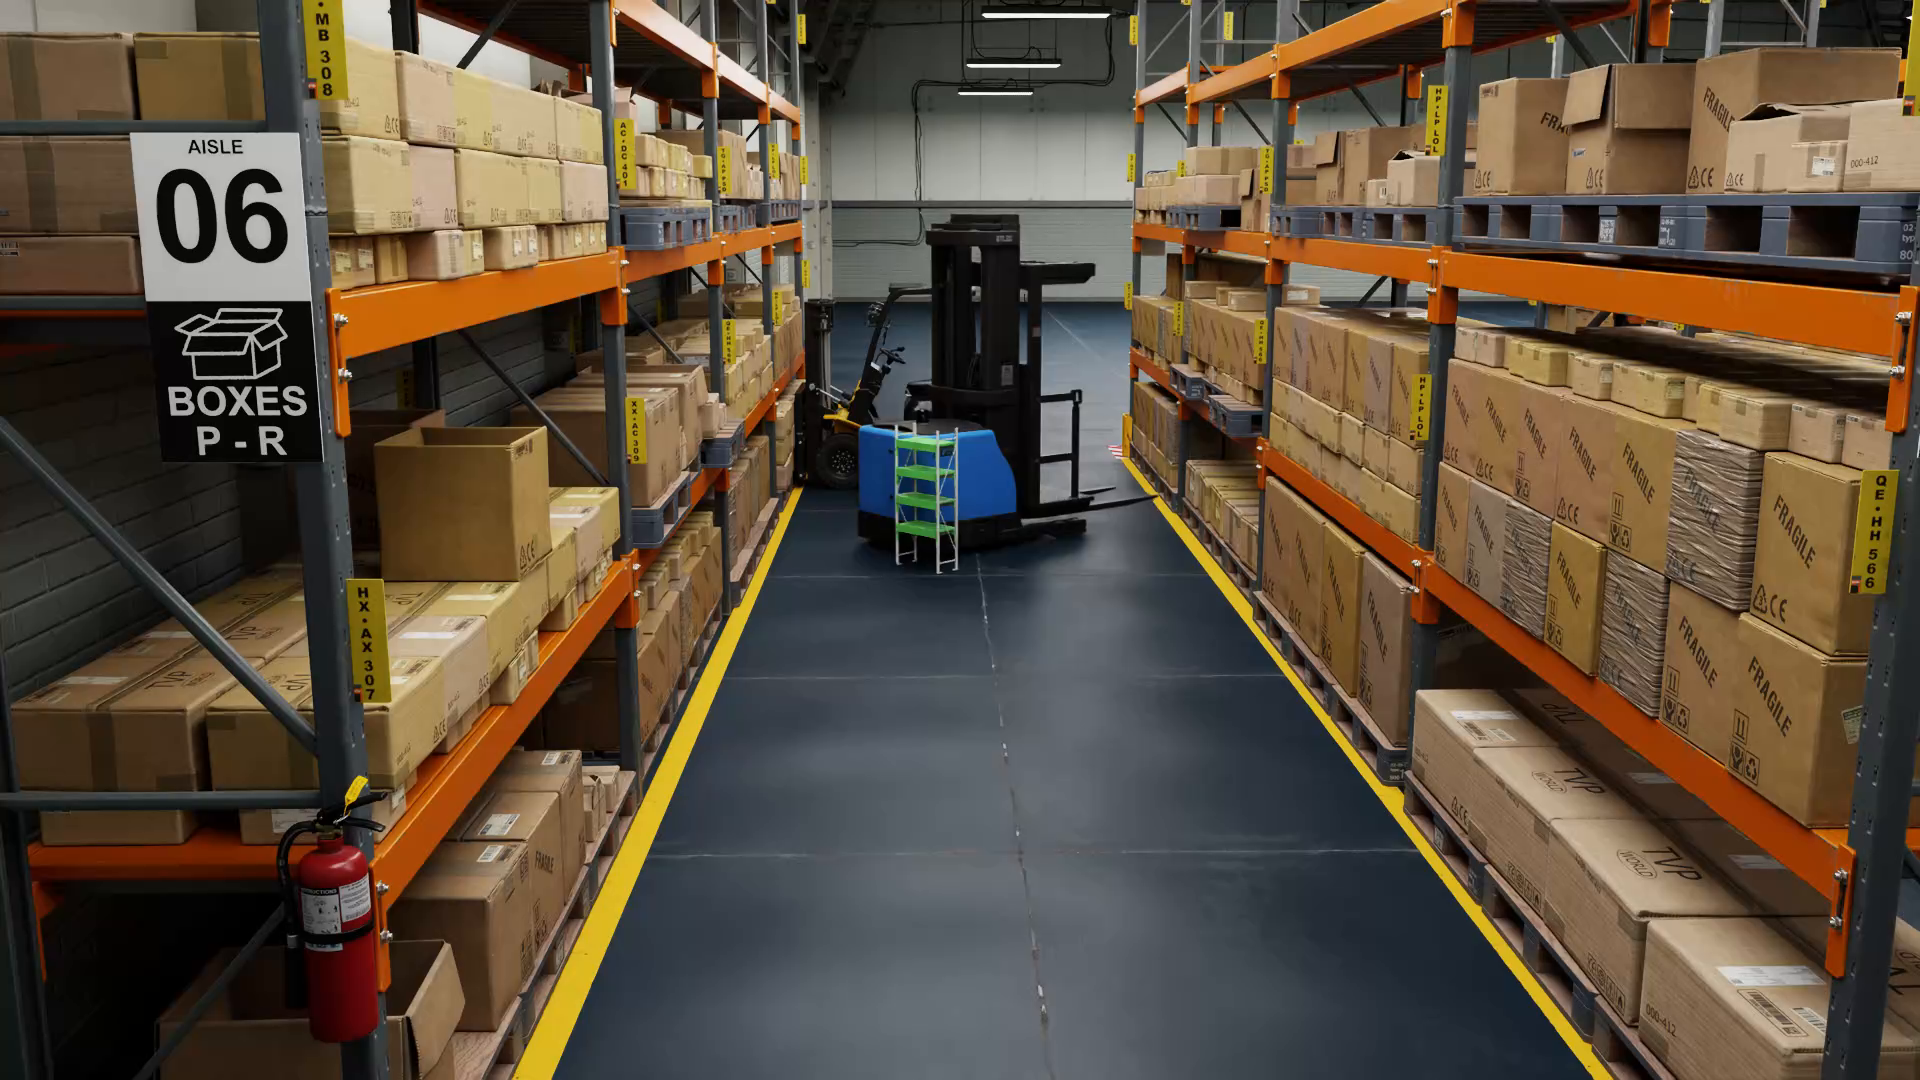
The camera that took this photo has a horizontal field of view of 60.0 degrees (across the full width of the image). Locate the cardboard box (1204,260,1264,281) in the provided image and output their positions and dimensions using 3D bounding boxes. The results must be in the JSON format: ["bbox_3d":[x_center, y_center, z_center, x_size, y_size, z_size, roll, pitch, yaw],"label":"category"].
[{"bbox_3d":[2.877,-2.596,16.985,0.700,0.500,0.500,0,11,-1],"label":"cardboard box"}]

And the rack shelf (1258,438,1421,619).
[{"bbox_3d":[2.782,-0.176,10.380,1.077,0.370,4.000,0,11,-1],"label":"rack shelf"}]

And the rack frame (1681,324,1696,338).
[{"bbox_3d":[7.605,-1.761,16.387,1.000,3.000,0.127,0,11,-1],"label":"rack frame"}]

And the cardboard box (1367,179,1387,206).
[{"bbox_3d":[2.634,-2.067,9.882,0.380,0.166,0.250,1,11,4],"label":"cardboard box"}]

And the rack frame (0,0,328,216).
[{"bbox_3d":[-2.056,-2.254,3.729,1.000,3.000,0.127,0,11,-1],"label":"rack frame"}]

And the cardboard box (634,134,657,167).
[{"bbox_3d":[-1.707,-1.918,8.192,0.380,0.149,0.250,0,11,0],"label":"cardboard box"}]

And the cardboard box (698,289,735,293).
[{"bbox_3d":[-2.675,-2.681,18.290,0.380,0.149,0.250,-1,11,-3],"label":"cardboard box"}]

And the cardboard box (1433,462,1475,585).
[{"bbox_3d":[2.571,-0.085,7.874,0.500,0.500,0.500,0,11,1],"label":"cardboard box"}]

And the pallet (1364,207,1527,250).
[{"bbox_3d":[2.755,-1.689,8.967,0.805,0.209,1.217,-1,11,-3],"label":"pallet"}]

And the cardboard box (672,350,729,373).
[{"bbox_3d":[-1.934,-1.336,12.408,0.380,0.149,0.250,0,11,1],"label":"cardboard box"}]

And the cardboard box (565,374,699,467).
[{"bbox_3d":[-1.952,-0.720,9.948,0.700,0.500,0.500,0,11,-1],"label":"cardboard box"}]

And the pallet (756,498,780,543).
[{"bbox_3d":[-2.250,-0.187,15.640,1.003,0.211,1.213,0,11,-1],"label":"pallet"}]

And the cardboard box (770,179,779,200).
[{"bbox_3d":[-2.078,-3.547,16.563,0.500,0.311,0.500,0,11,0],"label":"cardboard box"}]

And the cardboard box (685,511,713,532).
[{"bbox_3d":[-1.958,-0.106,11.828,0.380,0.149,0.250,-1,11,-4],"label":"cardboard box"}]

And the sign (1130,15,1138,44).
[{"bbox_3d":[2.033,-5.950,19.399,0.100,0.325,0.005,0,11,-1],"label":"sign"}]

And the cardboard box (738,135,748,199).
[{"bbox_3d":[-2.014,-3.026,13.516,0.500,0.500,0.500,0,11,0],"label":"cardboard box"}]

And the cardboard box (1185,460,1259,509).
[{"bbox_3d":[2.672,-0.535,15.893,0.950,0.372,0.625,0,11,0],"label":"cardboard box"}]

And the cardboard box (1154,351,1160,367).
[{"bbox_3d":[2.306,-1.964,18.020,0.380,0.149,0.250,0,11,-1],"label":"cardboard box"}]

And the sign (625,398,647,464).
[{"bbox_3d":[-1.597,-0.537,8.177,0.100,0.325,0.005,0,11,-1],"label":"sign"}]

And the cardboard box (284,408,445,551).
[{"bbox_3d":[-2.374,-0.252,6.691,0.500,0.500,0.500,-1,11,-3],"label":"cardboard box"}]

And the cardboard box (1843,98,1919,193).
[{"bbox_3d":[2.807,-1.076,4.534,0.500,0.250,0.500,-1,12,-6],"label":"cardboard box"}]

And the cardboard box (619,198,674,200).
[{"bbox_3d":[-1.973,-2.171,10.238,0.380,0.149,0.250,0,11,1],"label":"cardboard box"}]

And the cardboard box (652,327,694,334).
[{"bbox_3d":[-2.548,-1.792,14.657,0.380,0.149,0.250,0,11,-1],"label":"cardboard box"}]

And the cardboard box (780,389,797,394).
[{"bbox_3d":[-2.029,-1.551,18.696,0.500,0.250,0.500,0,11,0],"label":"cardboard box"}]

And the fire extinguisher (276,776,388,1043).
[{"bbox_3d":[-1.591,0.934,4.236,0.296,0.674,0.183,0,11,-1],"label":"fire extinguisher"}]

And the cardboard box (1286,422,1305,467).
[{"bbox_3d":[2.528,-0.652,11.296,0.500,0.250,0.500,-1,11,-3],"label":"cardboard box"}]

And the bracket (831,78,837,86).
[{"bbox_3d":[-3.477,-12.427,44.819,0.076,0.066,4.783,0,11,-1],"label":"bracket"}]

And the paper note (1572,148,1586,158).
[{"bbox_3d":[2.281,-1.428,6.136,0.006,0.032,0.123,0,11,-1],"label":"paper note"}]

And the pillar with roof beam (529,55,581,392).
[{"bbox_3d":[1.154,-4.118,12.914,9.100,9.000,0.400,0,11,-1],"label":"pillar with roof beam"}]

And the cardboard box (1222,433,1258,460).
[{"bbox_3d":[2.916,-1.065,16.928,0.500,0.500,0.500,0,11,2],"label":"cardboard box"}]

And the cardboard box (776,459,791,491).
[{"bbox_3d":[-1.983,-0.655,16.796,0.500,0.250,0.500,0,11,-1],"label":"cardboard box"}]

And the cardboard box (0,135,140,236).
[{"bbox_3d":[-2.338,-0.944,4.443,0.500,0.250,0.500,0,11,-2],"label":"cardboard box"}]

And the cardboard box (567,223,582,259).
[{"bbox_3d":[-1.838,-1.284,7.122,0.380,0.149,0.250,0,11,1],"label":"cardboard box"}]

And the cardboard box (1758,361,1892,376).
[{"bbox_3d":[3.186,-0.572,6.130,0.380,0.149,0.250,-1,11,-3],"label":"cardboard box"}]

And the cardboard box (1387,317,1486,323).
[{"bbox_3d":[3.035,-1.162,10.669,0.500,0.500,0.500,0,11,-1],"label":"cardboard box"}]

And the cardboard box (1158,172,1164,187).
[{"bbox_3d":[2.306,-3.828,17.659,0.380,0.149,0.250,0,11,0],"label":"cardboard box"}]

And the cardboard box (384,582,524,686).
[{"bbox_3d":[-1.821,0.321,5.752,0.500,0.250,0.500,0,11,-2],"label":"cardboard box"}]

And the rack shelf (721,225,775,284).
[{"bbox_3d":[-2.263,-2.420,13.897,1.077,0.370,4.000,0,11,-1],"label":"rack shelf"}]

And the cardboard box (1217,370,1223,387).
[{"bbox_3d":[2.388,-1.380,14.085,0.380,0.149,0.250,-1,11,-3],"label":"cardboard box"}]

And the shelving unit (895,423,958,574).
[{"bbox_3d":[-0.284,-0.358,13.998,0.503,1.200,0.258,11,16,43],"label":"shelving unit"}]

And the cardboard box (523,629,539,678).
[{"bbox_3d":[-1.792,0.434,6.199,0.380,0.149,0.250,0,11,0],"label":"cardboard box"}]

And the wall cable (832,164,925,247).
[{"bbox_3d":[-2.632,-10.326,51.323,3.097,2.526,0.112,0,11,-1],"label":"wall cable"}]

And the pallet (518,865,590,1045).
[{"bbox_3d":[-2.098,1.637,6.651,1.003,0.211,1.213,0,11,-1],"label":"pallet"}]

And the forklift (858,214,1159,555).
[{"bbox_3d":[0.550,-1.519,15.366,3.031,2.935,1.130,-9,14,-37],"label":"forklift"}]

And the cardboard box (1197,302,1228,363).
[{"bbox_3d":[2.389,-1.829,14.666,0.500,0.500,0.500,0,11,-1],"label":"cardboard box"}]

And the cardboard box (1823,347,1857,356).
[{"bbox_3d":[7.664,-1.797,13.797,0.700,0.500,0.500,0,11,-2],"label":"cardboard box"}]

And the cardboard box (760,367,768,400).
[{"bbox_3d":[-2.016,-1.427,15.118,0.500,0.250,0.500,0,11,-1],"label":"cardboard box"}]

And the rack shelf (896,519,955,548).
[{"bbox_3d":[-0.284,-0.060,14.058,0.480,0.148,0.258,11,16,43],"label":"rack shelf"}]

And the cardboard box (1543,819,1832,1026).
[{"bbox_3d":[2.765,1.402,6.184,0.875,0.438,0.875,0,11,0],"label":"cardboard box"}]

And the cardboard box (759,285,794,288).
[{"bbox_3d":[-2.100,-2.836,19.055,0.380,0.149,0.250,0,11,0],"label":"cardboard box"}]

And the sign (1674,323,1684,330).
[{"bbox_3d":[7.050,-2.222,16.280,0.100,0.325,0.005,0,11,-1],"label":"sign"}]

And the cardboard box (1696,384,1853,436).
[{"bbox_3d":[2.616,-0.414,5.351,0.380,0.149,0.250,0,11,0],"label":"cardboard box"}]

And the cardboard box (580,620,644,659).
[{"bbox_3d":[-1.880,0.520,8.744,0.380,0.149,0.250,0,11,2],"label":"cardboard box"}]

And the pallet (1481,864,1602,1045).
[{"bbox_3d":[2.789,1.631,6.681,1.003,0.211,1.213,0,11,-1],"label":"pallet"}]

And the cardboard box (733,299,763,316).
[{"bbox_3d":[-2.014,-2.277,16.298,0.380,0.149,0.250,0,11,0],"label":"cardboard box"}]

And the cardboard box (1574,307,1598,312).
[{"bbox_3d":[7.471,-2.864,18.731,0.875,0.550,0.550,0,11,-1],"label":"cardboard box"}]

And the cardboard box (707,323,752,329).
[{"bbox_3d":[-2.099,-1.900,15.186,0.380,0.149,0.250,0,11,-1],"label":"cardboard box"}]
